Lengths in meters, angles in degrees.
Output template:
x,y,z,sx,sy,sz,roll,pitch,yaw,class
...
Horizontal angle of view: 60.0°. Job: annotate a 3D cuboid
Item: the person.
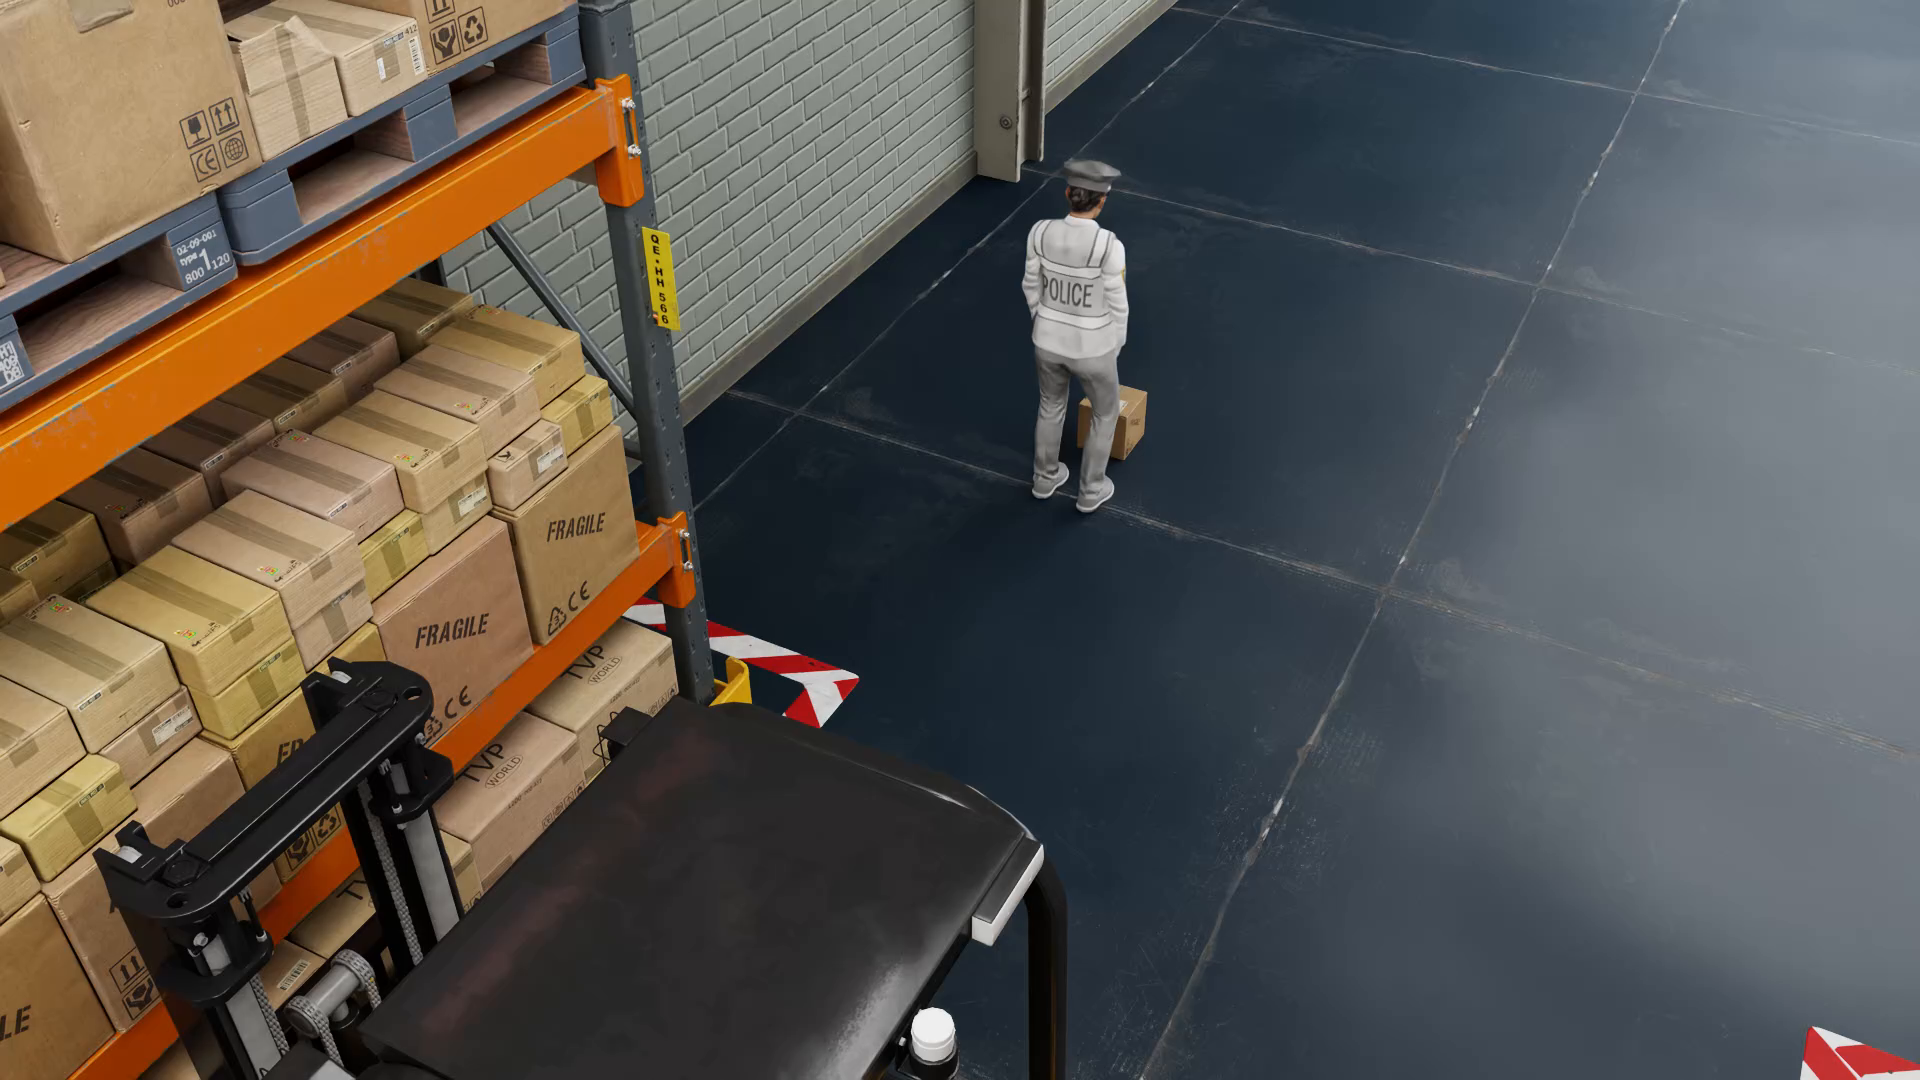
x,y,z,sx,sy,sz,roll,pitch,yaw,class
0.503,-0.878,7.302,0.496,1.635,0.428,19,42,22,person
